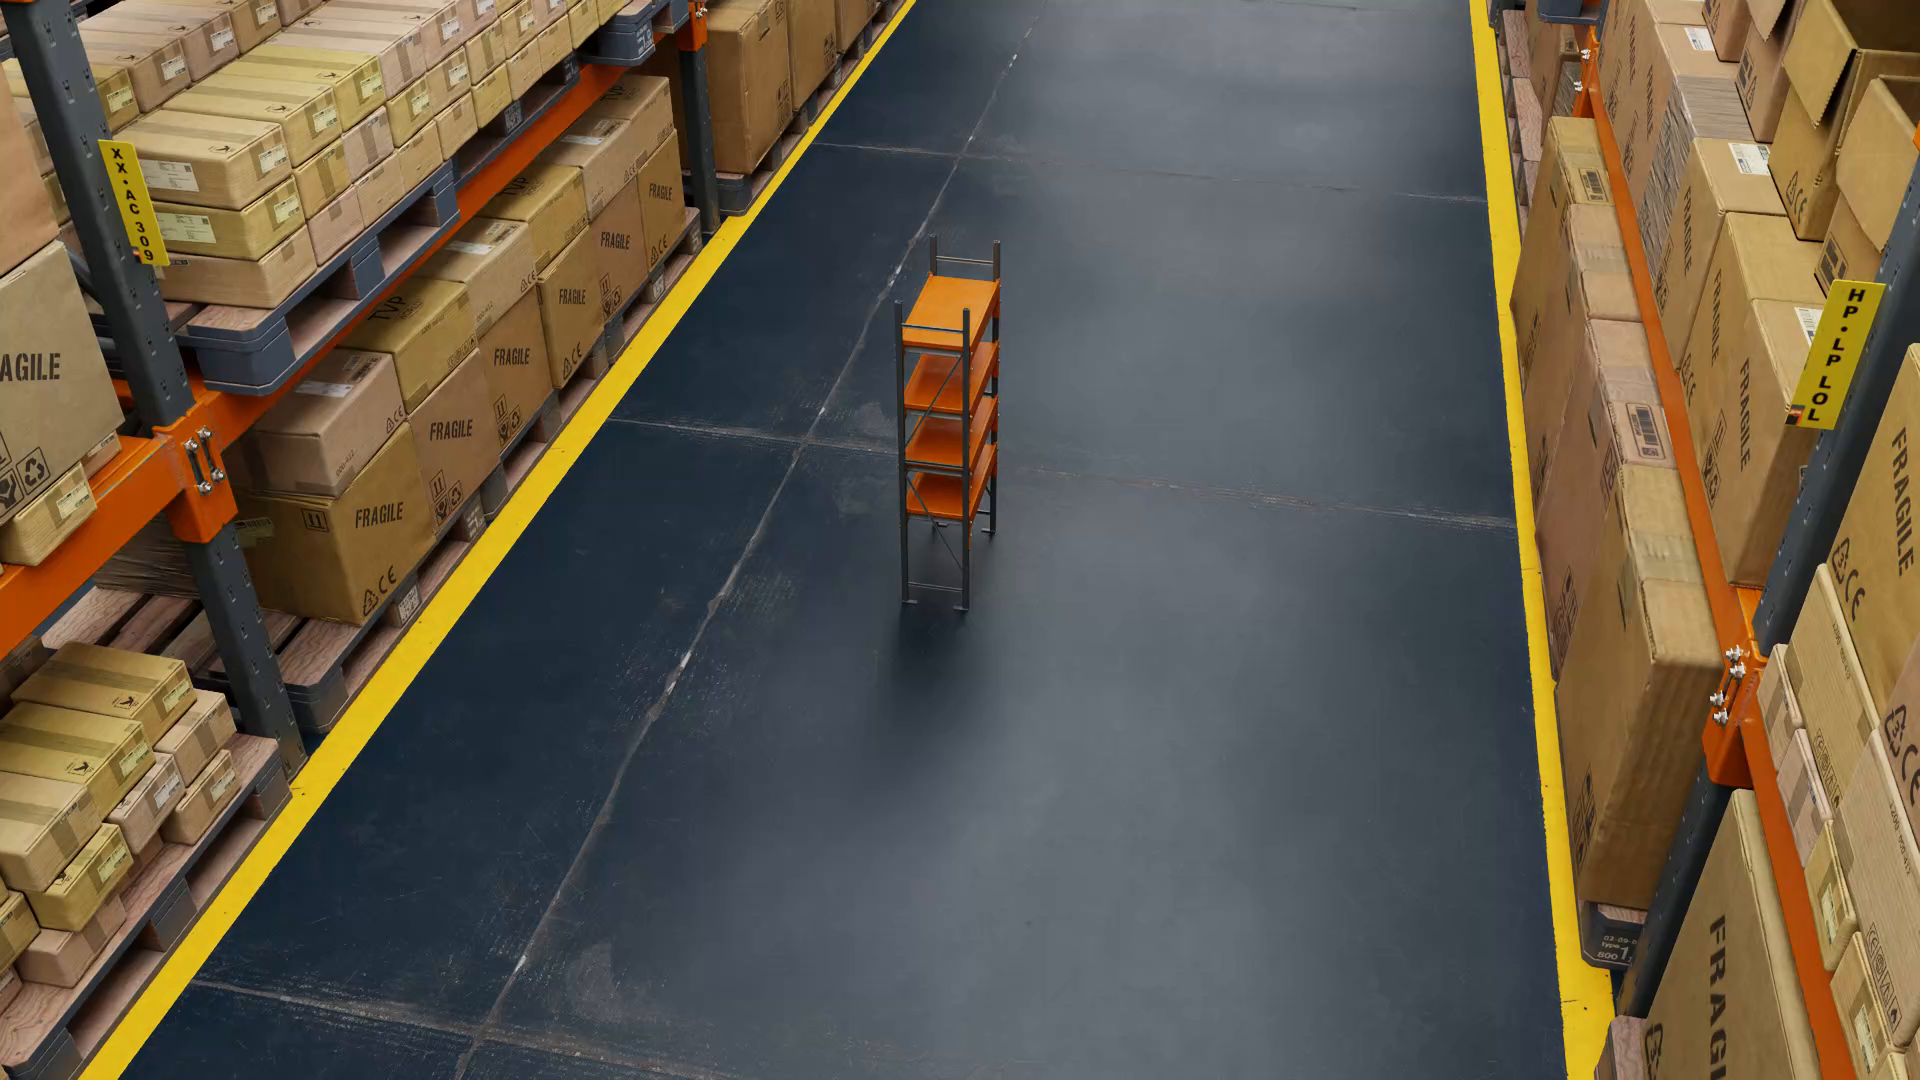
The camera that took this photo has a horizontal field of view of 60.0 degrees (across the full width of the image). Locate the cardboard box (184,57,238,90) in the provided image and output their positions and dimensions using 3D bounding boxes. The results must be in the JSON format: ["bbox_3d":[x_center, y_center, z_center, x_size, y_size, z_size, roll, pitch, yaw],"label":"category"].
[{"bbox_3d":[-2.512,-1.433,5.274,0.380,0.149,0.250,6,36,8],"label":"cardboard box"}]

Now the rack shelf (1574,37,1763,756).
[{"bbox_3d":[2.682,-0.717,5.296,1.077,0.370,4.000,7,37,10],"label":"rack shelf"}]

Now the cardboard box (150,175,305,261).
[{"bbox_3d":[-2.036,-0.898,4.536,0.380,0.149,0.250,8,37,11],"label":"cardboard box"}]

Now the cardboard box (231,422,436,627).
[{"bbox_3d":[-2.152,-0.089,5.590,0.500,0.500,0.500,9,37,12],"label":"cardboard box"}]

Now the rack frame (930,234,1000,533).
[{"bbox_3d":[0.017,-0.531,5.960,0.240,1.200,0.015,7,37,10],"label":"rack frame"}]

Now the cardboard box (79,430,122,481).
[{"bbox_3d":[-2.401,-0.246,4.248,0.380,0.149,0.250,7,37,9],"label":"cardboard box"}]

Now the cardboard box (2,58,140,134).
[{"bbox_3d":[-2.617,-1.259,4.780,0.380,0.149,0.250,6,36,9],"label":"cardboard box"}]

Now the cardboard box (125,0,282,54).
[{"bbox_3d":[-2.449,-1.698,5.386,0.380,0.149,0.250,6,36,8],"label":"cardboard box"}]

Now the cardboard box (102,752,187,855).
[{"bbox_3d":[-2.371,0.700,4.546,0.380,0.149,0.250,6,36,8],"label":"cardboard box"}]

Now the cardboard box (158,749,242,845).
[{"bbox_3d":[-2.320,0.711,4.785,0.380,0.149,0.250,8,37,11],"label":"cardboard box"}]

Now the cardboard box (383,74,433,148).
[{"bbox_3d":[-1.872,-1.344,5.151,0.380,0.149,0.250,6,36,8],"label":"cardboard box"}]

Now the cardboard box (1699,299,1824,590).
[{"bbox_3d":[2.088,-0.204,3.891,0.500,0.500,0.500,7,37,10],"label":"cardboard box"}]

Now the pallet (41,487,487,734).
[{"bbox_3d":[-2.404,0.141,5.875,1.003,0.211,1.213,7,37,10],"label":"pallet"}]

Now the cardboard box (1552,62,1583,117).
[{"bbox_3d":[3.339,-2.027,8.246,0.700,0.500,0.500,4,36,6],"label":"cardboard box"}]

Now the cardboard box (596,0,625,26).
[{"bbox_3d":[-1.537,-2.130,6.489,0.380,0.149,0.250,7,36,9],"label":"cardboard box"}]

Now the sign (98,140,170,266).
[{"bbox_3d":[-2.037,-0.828,4.099,0.100,0.325,0.005,7,37,10],"label":"sign"}]

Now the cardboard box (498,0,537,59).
[{"bbox_3d":[-1.703,-1.795,5.773,0.380,0.149,0.250,7,36,9],"label":"cardboard box"}]

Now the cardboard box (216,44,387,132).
[{"bbox_3d":[-1.925,-1.326,4.872,0.380,0.149,0.250,8,37,10],"label":"cardboard box"}]

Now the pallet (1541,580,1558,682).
[{"bbox_3d":[2.605,0.114,5.912,1.003,0.211,1.213,7,37,10],"label":"pallet"}]

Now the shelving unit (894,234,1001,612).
[{"bbox_3d":[-0.035,-0.391,5.767,0.258,1.200,0.503,7,37,10],"label":"shelving unit"}]

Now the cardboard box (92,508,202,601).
[{"bbox_3d":[-2.657,-0.155,5.680,0.500,0.500,0.500,7,36,9],"label":"cardboard box"}]

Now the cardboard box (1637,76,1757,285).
[{"bbox_3d":[2.417,-1.074,5.091,0.500,0.500,0.500,7,37,10],"label":"cardboard box"}]

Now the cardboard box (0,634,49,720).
[{"bbox_3d":[-2.845,0.374,4.743,0.380,0.149,0.250,9,37,12],"label":"cardboard box"}]

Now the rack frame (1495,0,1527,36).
[{"bbox_3d":[3.964,-4.448,9.831,1.000,3.000,0.127,7,37,10],"label":"rack frame"}]

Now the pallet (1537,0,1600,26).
[{"bbox_3d":[3.157,-2.499,7.305,1.213,0.211,1.003,7,37,10],"label":"pallet"}]

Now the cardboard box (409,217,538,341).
[{"bbox_3d":[-1.928,-0.991,6.194,0.500,0.250,0.500,9,37,12],"label":"cardboard box"}]

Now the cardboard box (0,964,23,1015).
[{"bbox_3d":[-2.625,1.145,4.186,0.380,0.149,0.250,6,36,9],"label":"cardboard box"}]

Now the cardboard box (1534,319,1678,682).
[{"bbox_3d":[2.562,-0.053,5.220,1.225,0.875,0.875,6,36,8],"label":"cardboard box"}]

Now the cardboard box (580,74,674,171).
[{"bbox_3d":[-1.605,-1.871,7.409,0.500,0.250,0.500,6,36,9],"label":"cardboard box"}]

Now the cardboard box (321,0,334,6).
[{"bbox_3d":[-2.341,-1.877,5.887,0.380,0.149,0.250,9,37,12],"label":"cardboard box"}]

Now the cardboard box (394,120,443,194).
[{"bbox_3d":[-1.870,-1.224,5.239,0.380,0.149,0.250,8,37,10],"label":"cardboard box"}]

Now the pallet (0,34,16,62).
[{"bbox_3d":[-6.404,-2.716,9.817,1.003,0.211,1.213,7,37,10],"label":"pallet"}]

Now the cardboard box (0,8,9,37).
[{"bbox_3d":[-6.292,-3.250,10.059,0.950,0.372,0.625,7,36,9],"label":"cardboard box"}]

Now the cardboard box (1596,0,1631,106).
[{"bbox_3d":[2.740,-1.951,6.300,0.500,0.500,0.500,8,37,11],"label":"cardboard box"}]

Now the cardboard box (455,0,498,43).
[{"bbox_3d":[-1.760,-1.760,5.471,0.380,0.149,0.250,9,37,12],"label":"cardboard box"}]

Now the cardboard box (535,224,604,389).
[{"bbox_3d":[-1.811,-0.980,6.818,0.500,0.500,0.500,6,36,8],"label":"cardboard box"}]

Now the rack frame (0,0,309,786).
[{"bbox_3d":[-2.569,-0.541,4.441,1.000,3.000,0.127,7,37,10],"label":"rack frame"}]

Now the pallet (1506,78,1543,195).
[{"bbox_3d":[3.540,-2.171,9.065,1.003,0.211,1.213,7,37,10],"label":"pallet"}]

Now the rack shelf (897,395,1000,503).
[{"bbox_3d":[-0.035,-0.336,5.806,0.258,0.148,0.480,7,37,10],"label":"rack shelf"}]

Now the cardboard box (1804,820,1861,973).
[{"bbox_3d":[1.755,0.670,2.984,0.380,0.149,0.250,8,37,11],"label":"cardboard box"}]

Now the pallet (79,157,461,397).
[{"bbox_3d":[-2.264,-0.883,5.076,1.003,0.211,1.213,7,37,10],"label":"pallet"}]

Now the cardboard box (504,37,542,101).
[{"bbox_3d":[-1.705,-1.671,5.856,0.380,0.149,0.250,6,36,8],"label":"cardboard box"}]

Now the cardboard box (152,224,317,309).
[{"bbox_3d":[-2.036,-0.778,4.623,0.380,0.149,0.250,6,36,8],"label":"cardboard box"}]

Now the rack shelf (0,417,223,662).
[{"bbox_3d":[-2.996,0.897,3.070,1.077,0.370,4.000,7,37,10],"label":"rack shelf"}]

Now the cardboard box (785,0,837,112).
[{"bbox_3d":[-1.313,-2.933,9.300,1.050,0.750,0.750,8,37,11],"label":"cardboard box"}]

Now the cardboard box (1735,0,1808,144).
[{"bbox_3d":[2.659,-1.426,4.721,0.797,0.503,0.637,8,37,11],"label":"cardboard box"}]

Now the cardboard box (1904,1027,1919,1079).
[{"bbox_3d":[1.682,0.898,2.330,0.500,0.250,0.500,8,37,11],"label":"cardboard box"}]

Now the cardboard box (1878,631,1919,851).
[{"bbox_3d":[1.790,0.299,2.517,0.500,0.500,0.500,7,37,10],"label":"cardboard box"}]

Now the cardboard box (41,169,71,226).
[{"bbox_3d":[-2.677,-0.983,4.653,0.380,0.149,0.250,8,37,11],"label":"cardboard box"}]

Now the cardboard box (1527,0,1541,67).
[{"bbox_3d":[3.691,-2.994,9.579,0.700,0.500,0.500,7,37,10],"label":"cardboard box"}]

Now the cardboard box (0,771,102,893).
[{"bbox_3d":[-2.453,0.734,4.246,0.380,0.149,0.250,7,37,10],"label":"cardboard box"}]

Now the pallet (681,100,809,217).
[{"bbox_3d":[-1.473,-2.148,9.034,1.003,0.211,1.213,7,37,10],"label":"pallet"}]
